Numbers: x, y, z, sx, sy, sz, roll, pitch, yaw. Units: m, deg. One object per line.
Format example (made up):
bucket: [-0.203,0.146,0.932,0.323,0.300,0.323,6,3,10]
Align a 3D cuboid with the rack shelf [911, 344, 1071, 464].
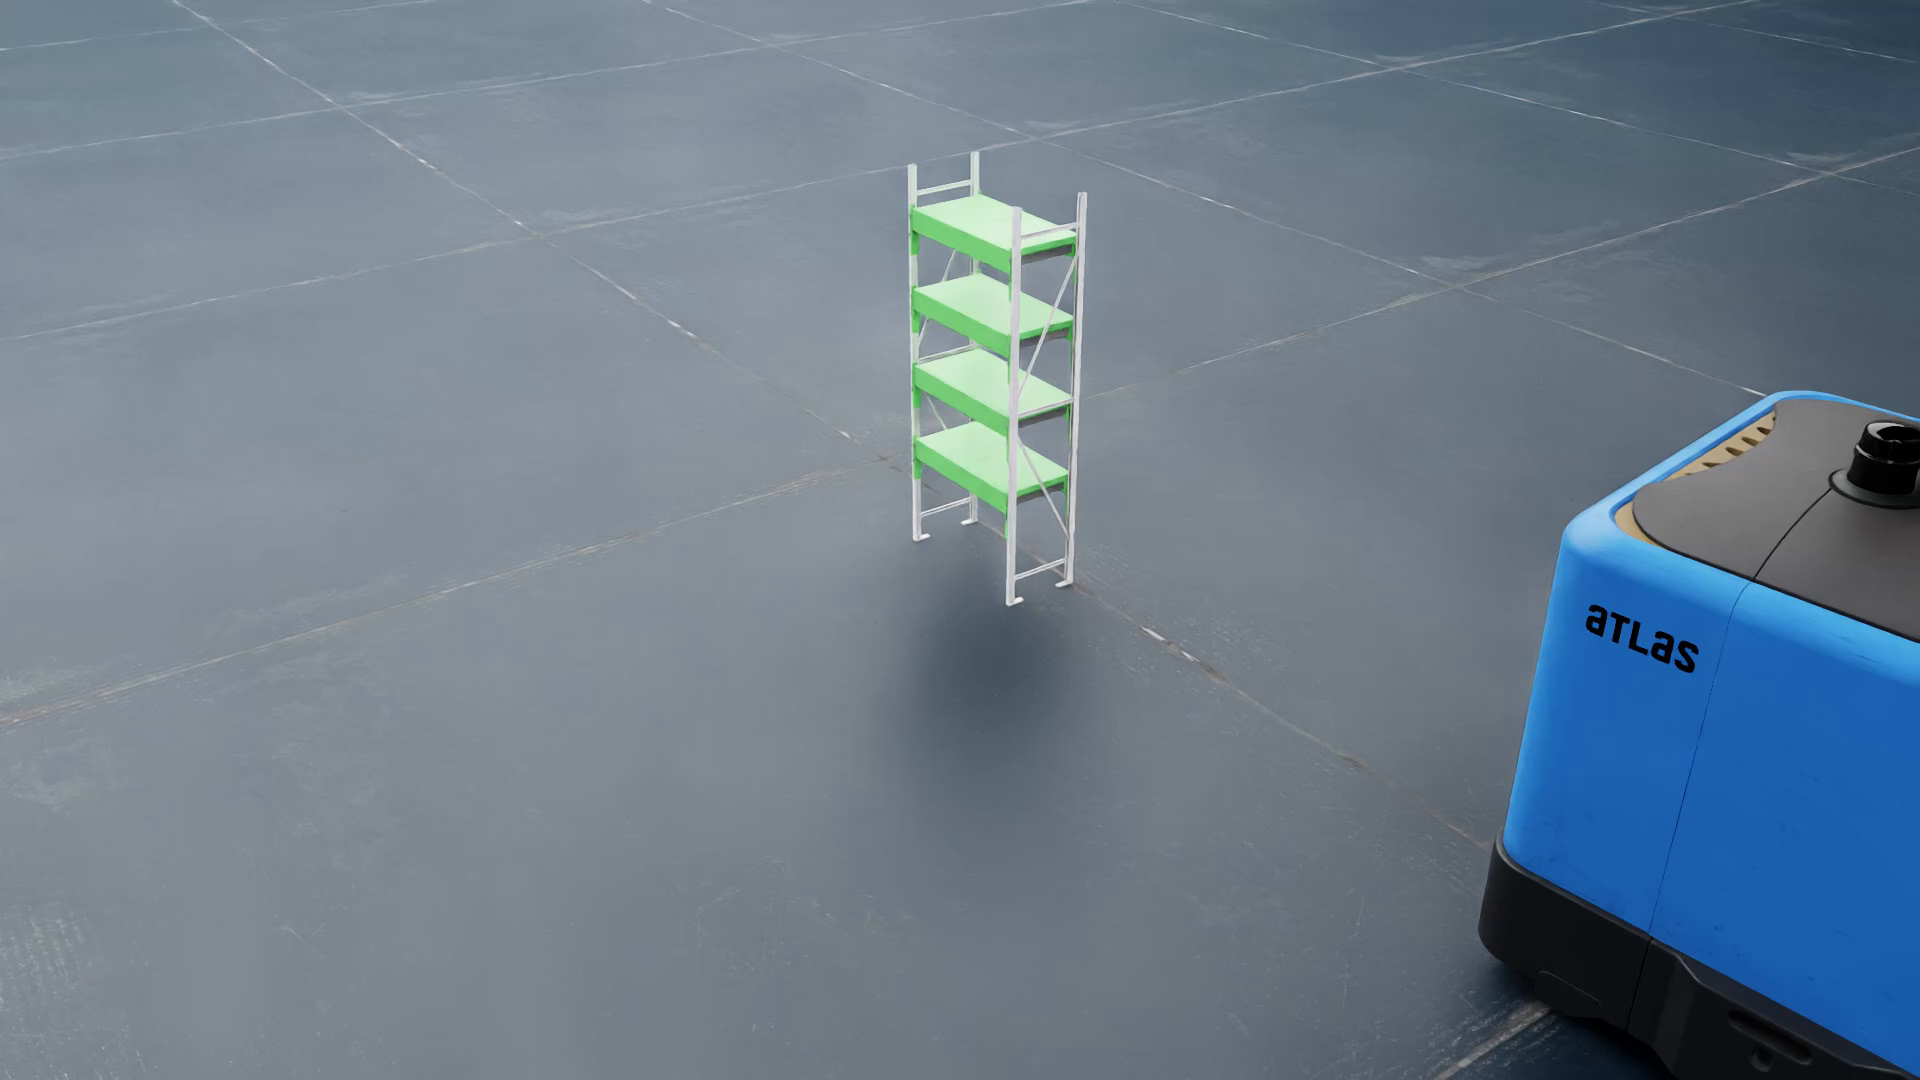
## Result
rack shelf: [0.096,-0.407,4.876,0.258,0.148,0.480,-19,34,-31]

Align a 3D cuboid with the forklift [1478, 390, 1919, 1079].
forklift: [2.479,-0.022,2.219,1.130,2.935,3.031,-24,37,-37]

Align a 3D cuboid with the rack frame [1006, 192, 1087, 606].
rack frame: [0.238,-0.368,4.670,0.240,1.200,0.015,-19,34,-31]

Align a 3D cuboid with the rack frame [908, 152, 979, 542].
rack frame: [-0.046,-0.558,5.020,0.240,1.200,0.015,-19,34,-31]

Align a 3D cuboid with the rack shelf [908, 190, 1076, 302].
rack shelf: [0.096,-0.829,4.647,0.258,0.148,0.480,-19,34,-31]

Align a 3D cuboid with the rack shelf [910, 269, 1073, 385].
rack shelf: [0.096,-0.618,4.761,0.258,0.148,0.480,-19,34,-31]

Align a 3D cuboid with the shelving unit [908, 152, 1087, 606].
shelving unit: [0.096,-0.463,4.845,0.258,1.200,0.503,-19,34,-31]

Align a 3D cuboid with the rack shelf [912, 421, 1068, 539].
rack shelf: [0.096,-0.196,4.990,0.258,0.148,0.480,-19,34,-31]
